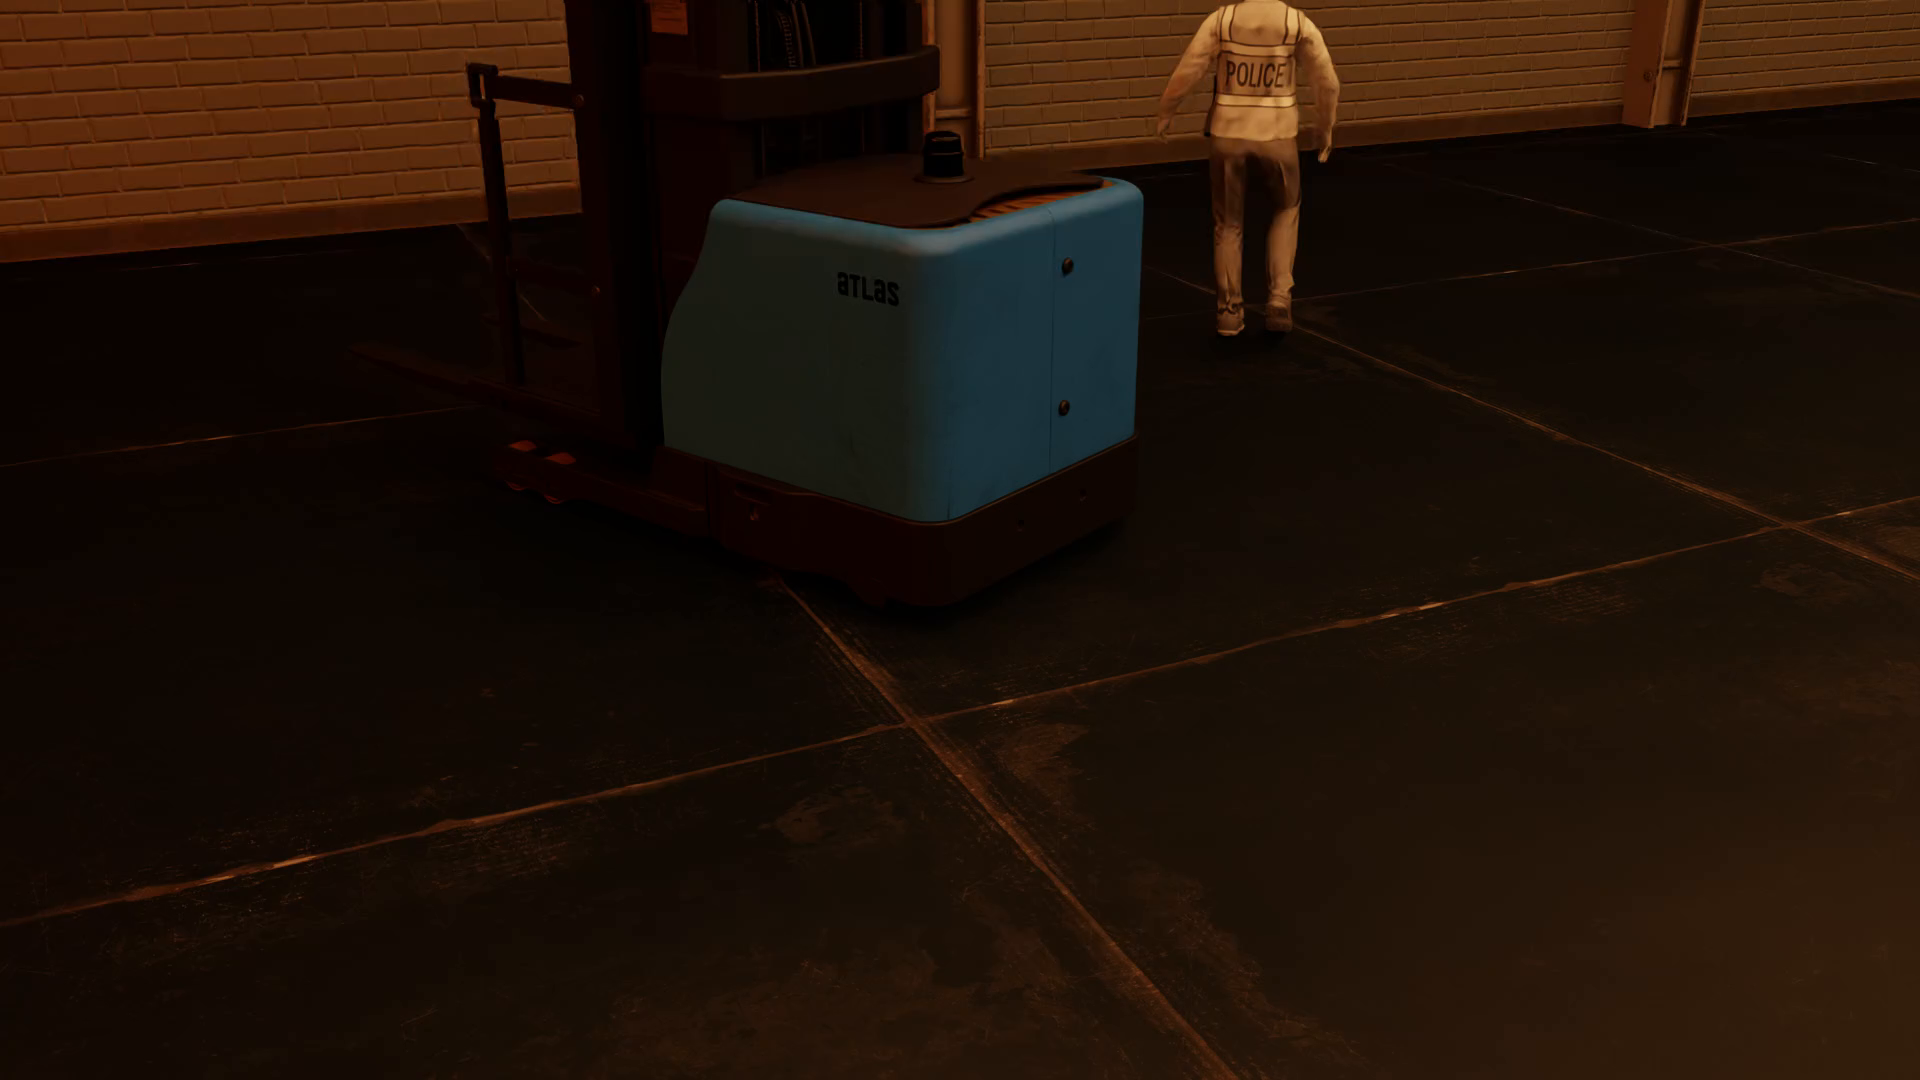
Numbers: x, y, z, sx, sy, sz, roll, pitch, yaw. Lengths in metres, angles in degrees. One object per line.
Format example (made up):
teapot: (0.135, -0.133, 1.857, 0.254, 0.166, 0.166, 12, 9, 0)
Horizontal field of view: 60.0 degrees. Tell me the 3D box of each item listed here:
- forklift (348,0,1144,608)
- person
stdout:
forklift: (-0.919, -1.609, 5.160, 3.031, 2.935, 1.130, 17, 28, 35)
person: (1.196, -1.666, 7.011, 0.754, 1.660, 0.440, 6, 23, 13)
